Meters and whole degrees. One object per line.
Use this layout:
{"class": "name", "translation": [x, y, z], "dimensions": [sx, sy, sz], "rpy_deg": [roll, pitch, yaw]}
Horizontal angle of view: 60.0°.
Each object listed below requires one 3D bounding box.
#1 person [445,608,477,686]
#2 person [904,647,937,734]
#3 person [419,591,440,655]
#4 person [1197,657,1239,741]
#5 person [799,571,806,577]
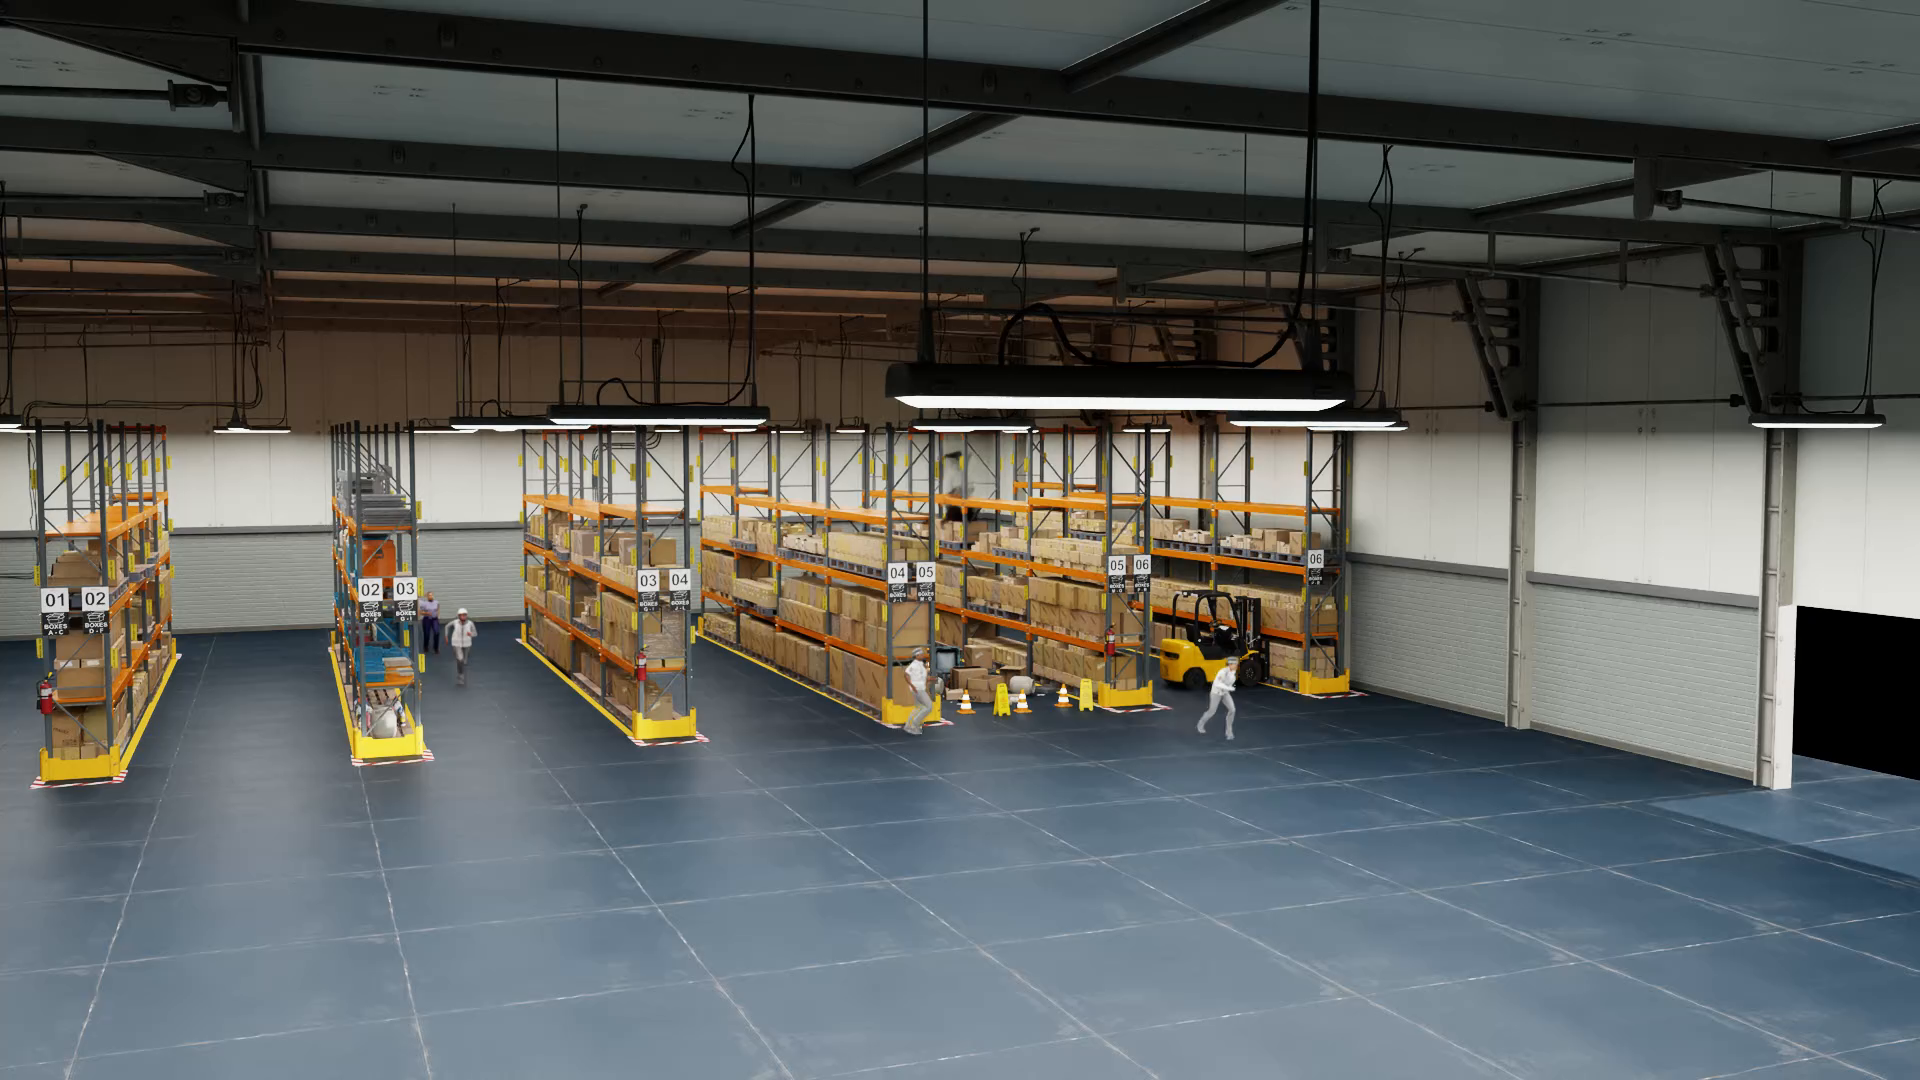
{"class": "person", "translation": [-11.473, 2.453, 38.269], "dimensions": [0.681, 1.793, 0.831], "rpy_deg": [-2, 4, -26]}
{"class": "person", "translation": [-0.762, 2.884, 31.895], "dimensions": [0.642, 1.674, 0.554], "rpy_deg": [0, 4, 6]}
{"class": "person", "translation": [-13.905, 2.188, 43.628], "dimensions": [0.545, 1.699, 0.808], "rpy_deg": [-2, 4, -27]}
{"class": "person", "translation": [4.905, 2.987, 31.583], "dimensions": [0.657, 1.623, 0.959], "rpy_deg": [-3, 5, -43]}
{"class": "person", "translation": [-4.837, 1.756, 50.706], "dimensions": [0.553, 1.617, 0.570], "rpy_deg": [-2, 4, -33]}
